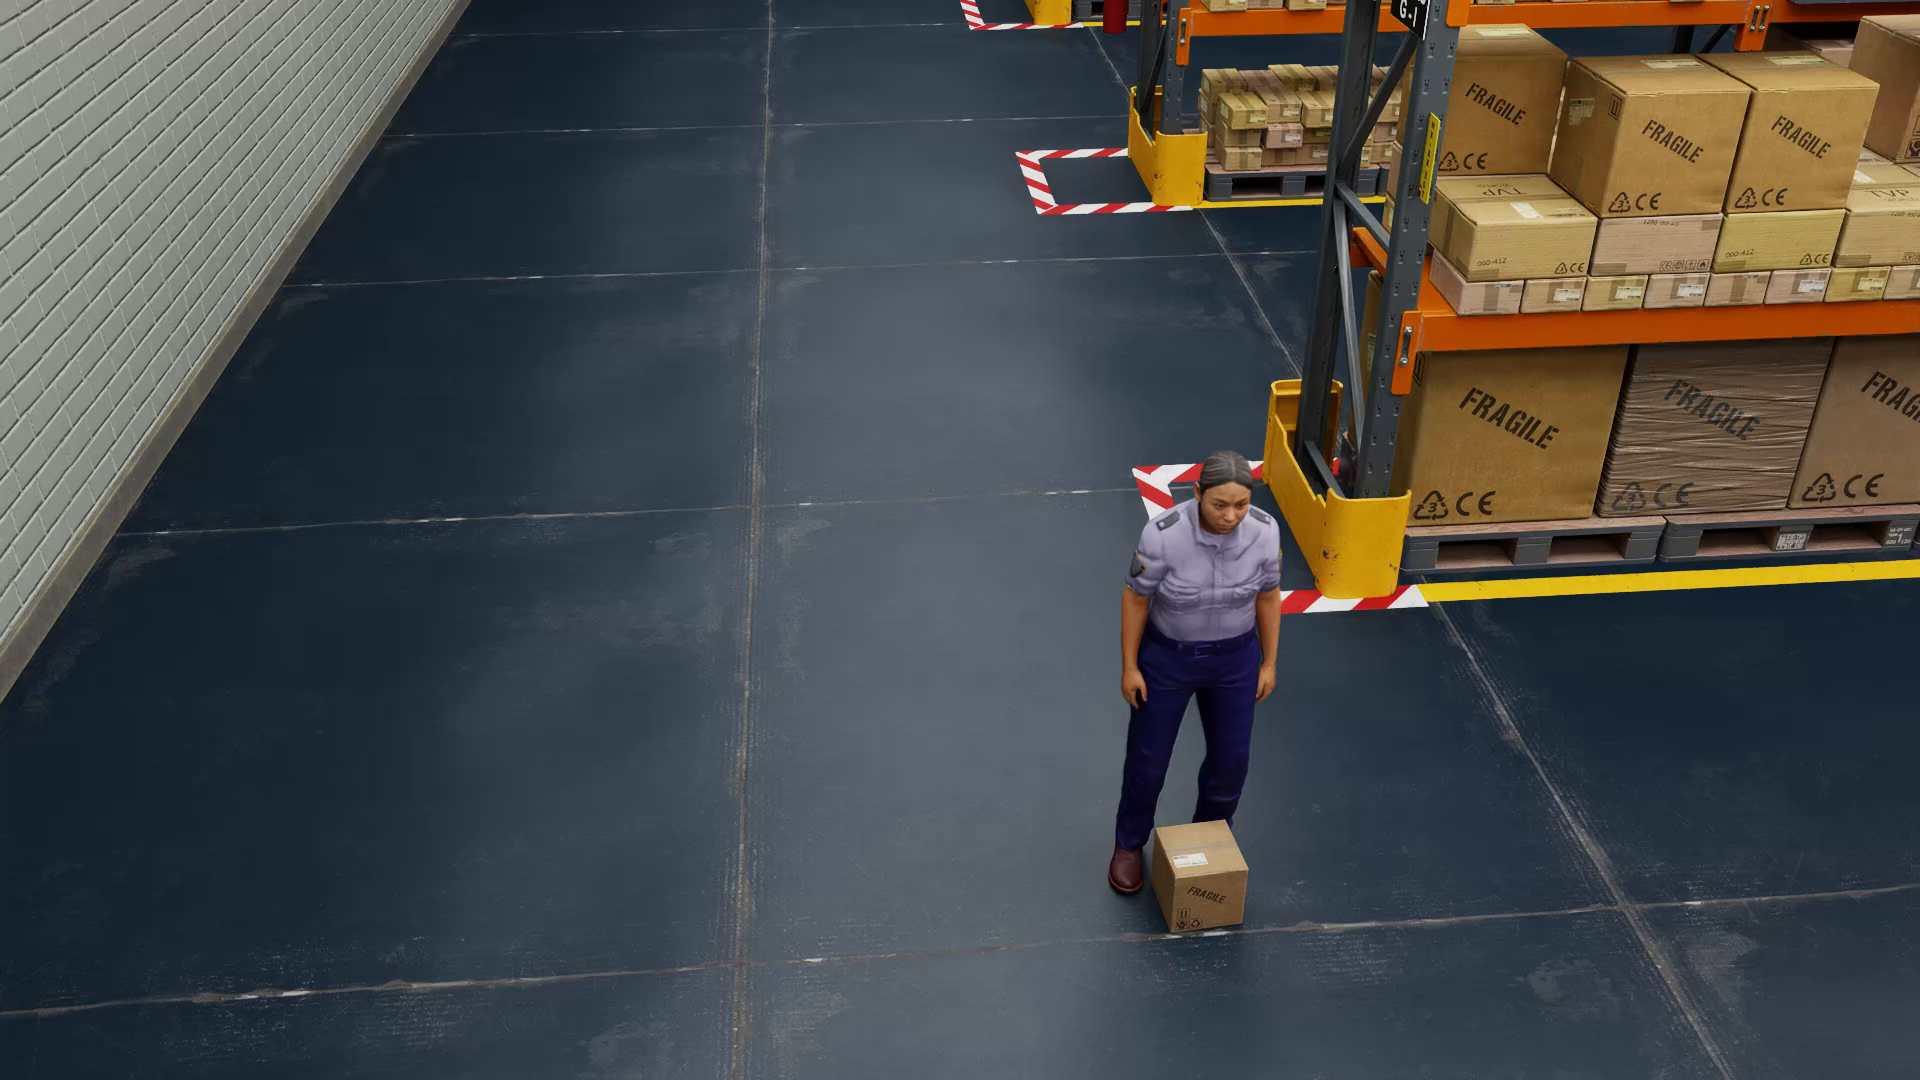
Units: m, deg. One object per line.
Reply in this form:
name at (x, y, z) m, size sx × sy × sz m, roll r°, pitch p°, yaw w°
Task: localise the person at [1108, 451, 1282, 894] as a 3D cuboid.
person at (0.778, 0.434, 5.427) m, size 0.538 × 1.652 × 0.380 m, roll -3°, pitch 31°, yaw -4°
